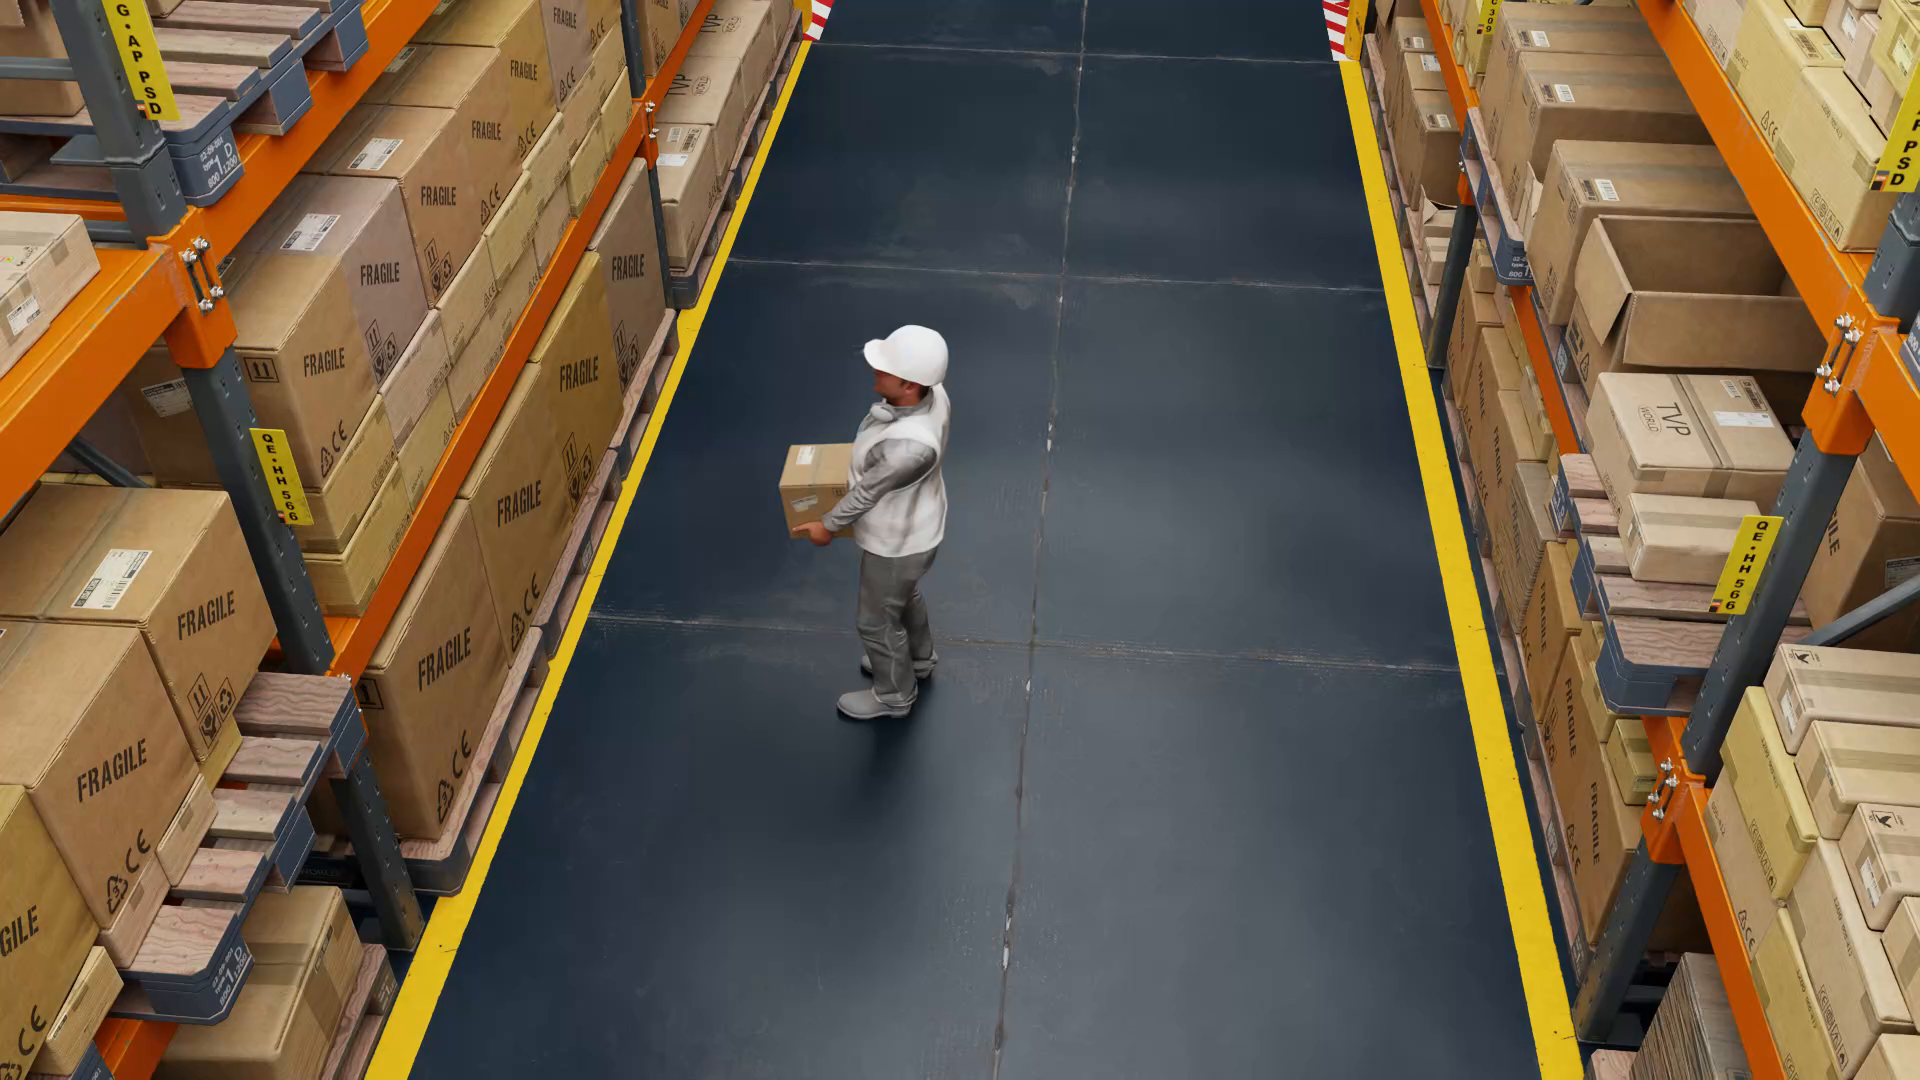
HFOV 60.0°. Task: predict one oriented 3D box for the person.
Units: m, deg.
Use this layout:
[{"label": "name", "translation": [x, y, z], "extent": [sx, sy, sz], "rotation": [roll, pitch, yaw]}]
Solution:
[{"label": "person", "translation": [-0.322, -0.051, 6.204], "extent": [0.565, 1.762, 0.494], "rotation": [3, 40, 4]}]
